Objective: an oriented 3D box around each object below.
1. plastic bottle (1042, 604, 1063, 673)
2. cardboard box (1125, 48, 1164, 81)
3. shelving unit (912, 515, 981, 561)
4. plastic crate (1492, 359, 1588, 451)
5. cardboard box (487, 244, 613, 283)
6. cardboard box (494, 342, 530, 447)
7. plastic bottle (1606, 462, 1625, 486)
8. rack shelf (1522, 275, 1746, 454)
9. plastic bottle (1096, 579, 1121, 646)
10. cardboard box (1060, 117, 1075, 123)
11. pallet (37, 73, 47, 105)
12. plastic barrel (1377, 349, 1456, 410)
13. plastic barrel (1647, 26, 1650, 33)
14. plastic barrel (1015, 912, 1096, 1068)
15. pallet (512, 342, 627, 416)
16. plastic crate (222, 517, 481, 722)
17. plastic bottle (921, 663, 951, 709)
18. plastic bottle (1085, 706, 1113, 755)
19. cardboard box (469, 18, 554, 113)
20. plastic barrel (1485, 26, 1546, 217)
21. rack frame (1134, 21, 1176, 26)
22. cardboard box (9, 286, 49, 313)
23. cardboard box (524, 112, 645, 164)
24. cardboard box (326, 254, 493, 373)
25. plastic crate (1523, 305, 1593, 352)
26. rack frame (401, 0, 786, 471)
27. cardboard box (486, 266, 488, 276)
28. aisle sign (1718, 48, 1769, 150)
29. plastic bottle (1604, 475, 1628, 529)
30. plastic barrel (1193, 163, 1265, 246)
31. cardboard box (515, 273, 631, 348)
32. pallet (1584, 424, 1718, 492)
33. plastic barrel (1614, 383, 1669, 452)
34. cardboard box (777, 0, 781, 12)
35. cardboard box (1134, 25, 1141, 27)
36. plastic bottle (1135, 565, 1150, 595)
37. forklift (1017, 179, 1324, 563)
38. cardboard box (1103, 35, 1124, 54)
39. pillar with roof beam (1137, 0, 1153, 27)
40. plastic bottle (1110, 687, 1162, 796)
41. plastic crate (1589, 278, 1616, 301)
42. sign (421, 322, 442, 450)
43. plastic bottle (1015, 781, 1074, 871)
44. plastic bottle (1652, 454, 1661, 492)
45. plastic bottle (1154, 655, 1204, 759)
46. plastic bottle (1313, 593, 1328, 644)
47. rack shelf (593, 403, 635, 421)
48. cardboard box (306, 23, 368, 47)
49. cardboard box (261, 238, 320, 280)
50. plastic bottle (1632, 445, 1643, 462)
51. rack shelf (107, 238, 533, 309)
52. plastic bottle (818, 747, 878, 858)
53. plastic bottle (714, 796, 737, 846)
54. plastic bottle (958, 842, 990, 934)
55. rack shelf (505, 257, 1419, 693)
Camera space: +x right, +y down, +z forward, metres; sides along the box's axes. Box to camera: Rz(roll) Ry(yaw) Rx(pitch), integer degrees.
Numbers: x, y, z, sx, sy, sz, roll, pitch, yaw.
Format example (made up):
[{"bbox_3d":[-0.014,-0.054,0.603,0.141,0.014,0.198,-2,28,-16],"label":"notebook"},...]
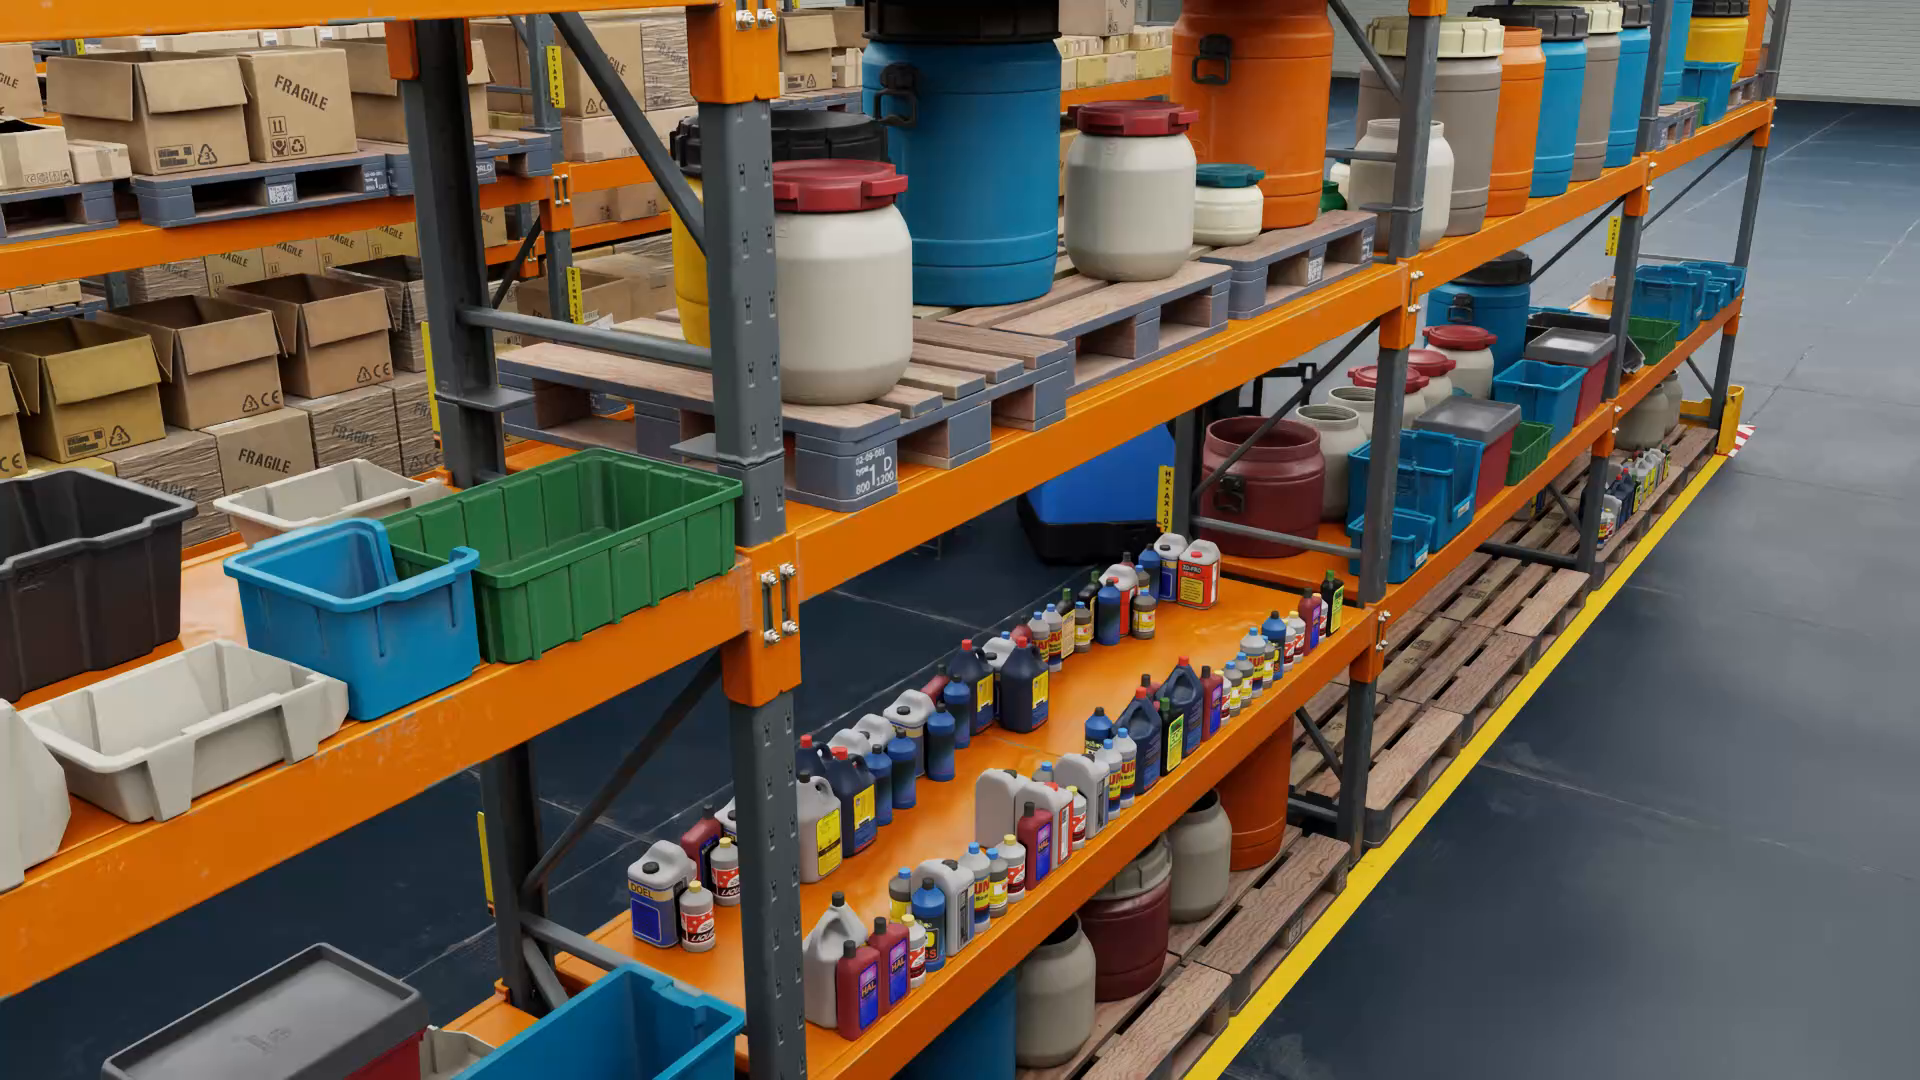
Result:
[{"bbox_3d":[0.358,0.384,6.589,0.097,0.271,0.097,0,20,0],"label":"plastic bottle"},{"bbox_3d":[1.482,-4.269,14.875,0.500,0.250,0.500,13,24,32],"label":"cardboard box"},{"bbox_3d":[-0.093,-0.515,11.428,0.258,1.200,0.503,13,24,32],"label":"shelving unit"},{"bbox_3d":[3.306,-0.766,9.535,0.392,0.384,0.575,13,24,32],"label":"plastic crate"},{"bbox_3d":[-4.061,-2.480,16.603,0.875,0.875,0.875,14,24,33],"label":"cardboard box"},{"bbox_3d":[-2.748,-0.826,9.529,0.500,0.500,0.500,14,25,33],"label":"cardboard box"},{"bbox_3d":[4.675,-0.428,11.890,0.152,0.276,0.135,13,24,32],"label":"plastic bottle"},{"bbox_3d":[4.794,-1.387,12.228,1.077,0.370,4.000,13,24,32],"label":"rack shelf"},{"bbox_3d":[0.613,0.291,6.839,0.097,0.271,0.097,0,20,0],"label":"plastic bottle"},{"bbox_3d":[0.720,-3.529,14.968,0.500,0.500,0.500,13,24,32],"label":"cardboard box"},{"bbox_3d":[-6.403,-3.478,12.793,1.213,0.211,1.003,15,25,34],"label":"pallet"},{"bbox_3d":[2.538,-0.772,9.332,0.433,0.535,0.433,0,20,0],"label":"plastic barrel"},{"bbox_3d":[4.074,-2.892,10.169,0.421,0.512,0.421,0,20,0],"label":"plastic barrel"},{"bbox_3d":[0.281,1.614,6.058,0.421,0.512,0.421,0,20,0],"label":"plastic barrel"},{"bbox_3d":[-2.363,-1.104,10.702,1.213,0.211,1.003,13,24,32],"label":"pallet"},{"bbox_3d":[-1.076,0.140,2.980,0.416,0.233,0.300,13,24,32],"label":"plastic crate"},{"bbox_3d":[-0.086,0.594,6.005,0.061,0.283,0.133,13,24,32],"label":"plastic bottle"},{"bbox_3d":[0.476,0.703,5.727,0.097,0.271,0.097,0,20,0],"label":"plastic bottle"},{"bbox_3d":[-2.614,-2.843,9.938,0.500,0.500,0.500,14,24,33],"label":"cardboard box"},{"bbox_3d":[2.430,-1.992,7.884,0.600,0.830,0.708,13,24,32],"label":"plastic barrel"},{"bbox_3d":[1.822,-6.078,15.225,1.000,3.000,0.127,13,24,32],"label":"rack frame"},{"bbox_3d":[-6.759,-1.742,11.908,0.380,0.149,0.250,13,24,32],"label":"cardboard box"},{"bbox_3d":[-2.201,-2.390,9.796,0.500,0.250,0.500,14,24,33],"label":"cardboard box"},{"bbox_3d":[-3.100,-1.279,9.310,0.797,0.503,0.637,14,25,34],"label":"cardboard box"},{"bbox_3d":[4.067,-1.451,11.579,0.499,0.251,0.616,13,24,32],"label":"plastic crate"},{"bbox_3d":[-0.828,-1.669,3.305,1.000,3.000,0.127,13,24,32],"label":"rack frame"},{"bbox_3d":[-5.268,-3.028,19.226,0.797,0.503,0.637,-2,20,-5],"label":"cardboard box"},{"bbox_3d":[6.204,-3.480,13.102,0.394,0.787,0.004,13,24,32],"label":"aisle sign"},{"bbox_3d":[4.466,-0.265,11.342,0.144,0.351,0.185,14,25,33],"label":"plastic bottle"},{"bbox_3d":[0.939,-1.206,5.971,0.301,0.262,0.301,0,20,0],"label":"plastic barrel"},{"bbox_3d":[-2.405,-1.375,10.410,0.500,0.500,0.500,10,23,25],"label":"cardboard box"},{"bbox_3d":[5.453,-0.727,13.427,1.003,0.211,1.213,13,24,32],"label":"pallet"},{"bbox_3d":[5.329,-0.981,13.073,0.421,0.512,0.421,0,20,0],"label":"plastic barrel"},{"bbox_3d":[-2.268,-5.785,17.796,0.500,0.250,0.500,14,24,33],"label":"cardboard box"},{"bbox_3d":[1.476,-4.754,15.610,0.380,0.149,0.250,13,24,31],"label":"cardboard box"},{"bbox_3d":[0.768,0.207,7.167,0.097,0.201,0.097,0,20,0],"label":"plastic bottle"},{"bbox_3d":[1.972,-1.433,11.414,3.031,2.935,1.130,-3,20,-7],"label":"forklift"},{"bbox_3d":[1.186,-4.275,14.317,0.380,0.149,0.250,12,23,29],"label":"cardboard box"},{"bbox_3d":[8.806,-16.721,43.999,9.100,9.000,0.400,13,24,32],"label":"pillar with roof beam"},{"bbox_3d":[0.601,0.676,5.684,0.144,0.351,0.185,13,24,32],"label":"plastic bottle"},{"bbox_3d":[5.149,-1.980,13.175,0.298,0.136,0.250,13,24,32],"label":"plastic crate"},{"bbox_3d":[-1.282,-0.374,4.116,0.100,0.325,0.005,13,24,32],"label":"sign"},{"bbox_3d":[0.268,0.879,5.244,0.152,0.276,0.135,13,24,32],"label":"plastic bottle"},{"bbox_3d":[5.006,-0.508,12.106,0.152,0.276,0.135,13,24,30],"label":"plastic bottle"},{"bbox_3d":[0.780,0.585,5.931,0.144,0.351,0.185,13,24,32],"label":"plastic bottle"},{"bbox_3d":[1.466,0.319,6.865,0.097,0.201,0.097,0,20,0],"label":"plastic bottle"},{"bbox_3d":[-1.551,-1.205,11.736,1.077,0.370,4.000,13,24,32],"label":"rack shelf"},{"bbox_3d":[-5.276,-4.176,13.786,0.500,0.311,0.500,12,24,30],"label":"cardboard box"},{"bbox_3d":[-5.678,-2.379,13.729,0.500,0.500,0.500,13,24,32],"label":"cardboard box"},{"bbox_3d":[4.995,-0.572,12.268,0.061,0.283,0.133,13,24,32],"label":"plastic bottle"},{"bbox_3d":[-5.597,-2.201,14.430,1.077,0.370,4.000,13,24,32],"label":"rack shelf"},{"bbox_3d":[-0.359,0.816,5.308,0.144,0.351,0.185,13,24,32],"label":"plastic bottle"},{"bbox_3d":[-0.668,0.922,5.127,0.152,0.276,0.135,13,24,32],"label":"plastic bottle"},{"bbox_3d":[0.041,1.014,4.886,0.097,0.271,0.097,0,20,0],"label":"plastic bottle"},{"bbox_3d":[0.296,-0.498,5.502,1.077,0.370,4.000,13,24,32],"label":"rack shelf"}]
